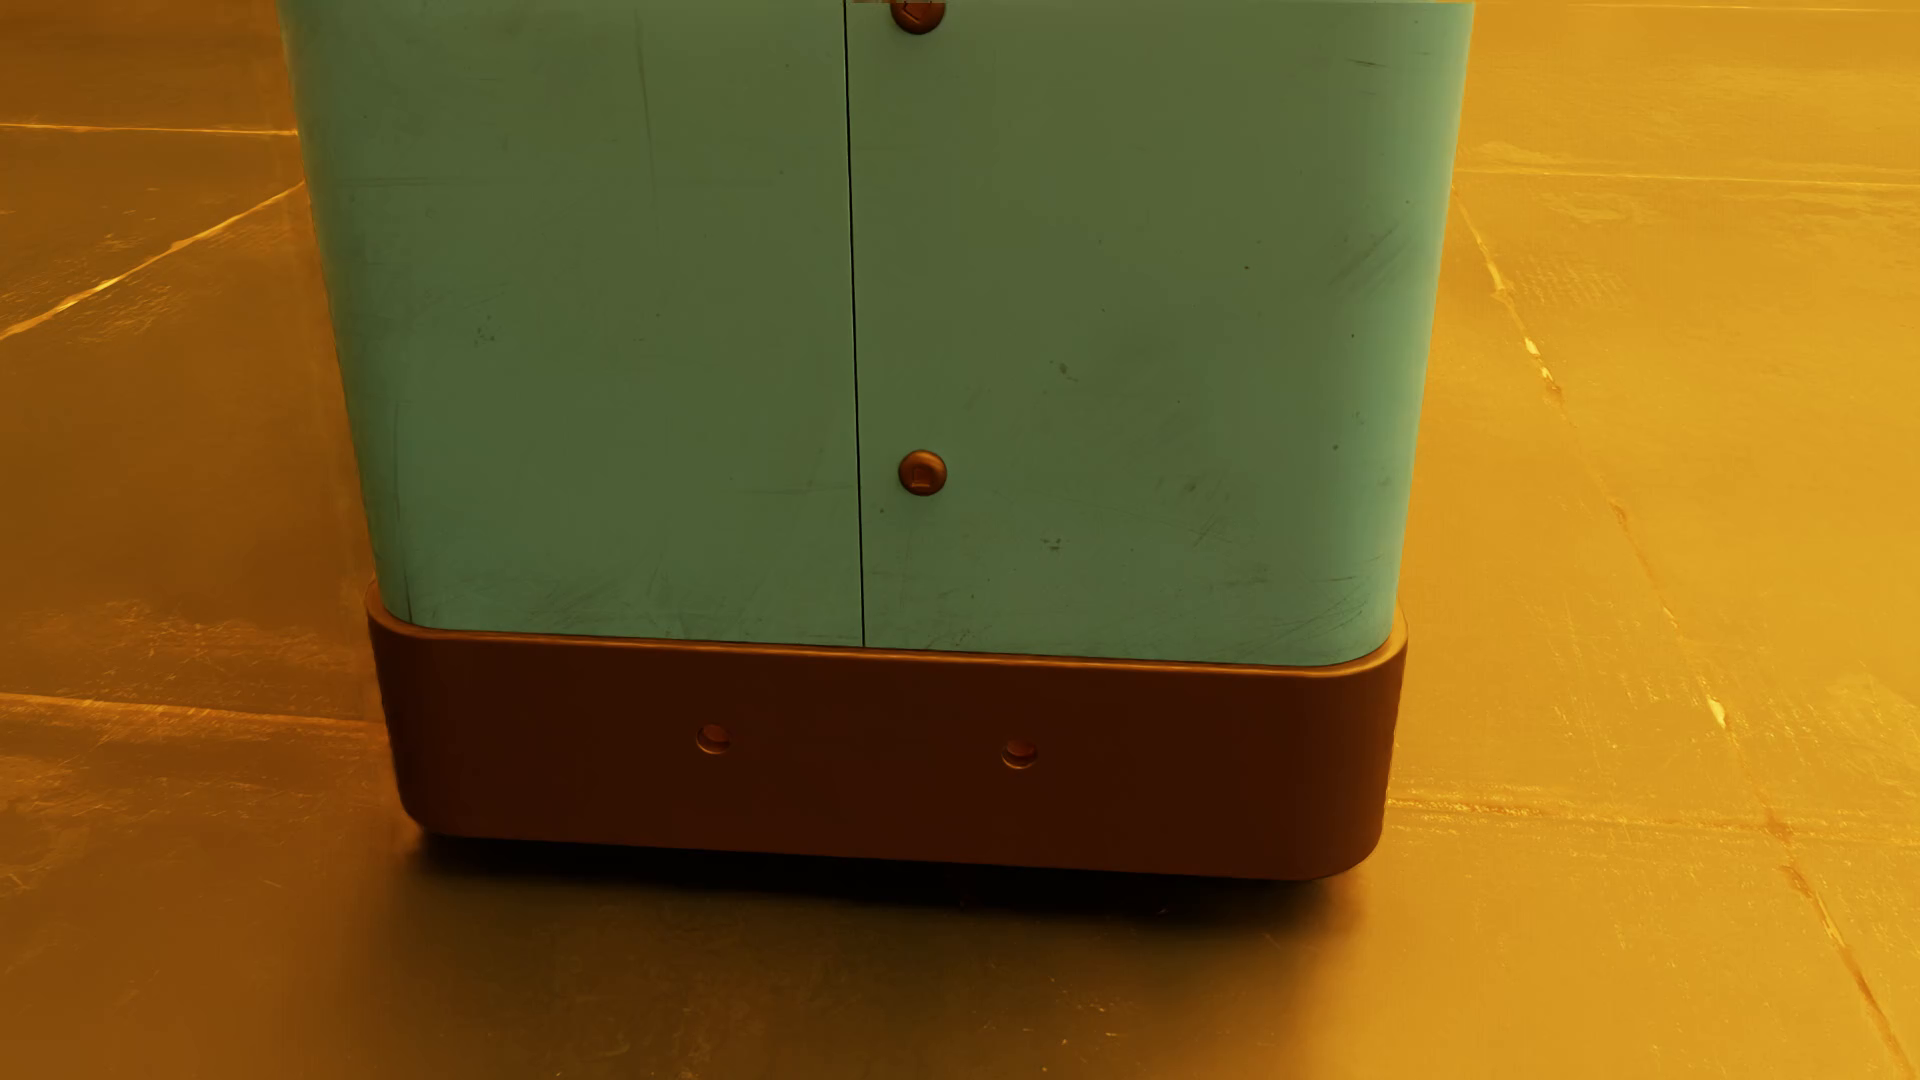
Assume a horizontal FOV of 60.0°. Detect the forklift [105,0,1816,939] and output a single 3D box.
[{"bbox_3d":[-0.446,-1.482,2.187,3.031,2.935,1.130,23,34,38],"label":"forklift"}]
